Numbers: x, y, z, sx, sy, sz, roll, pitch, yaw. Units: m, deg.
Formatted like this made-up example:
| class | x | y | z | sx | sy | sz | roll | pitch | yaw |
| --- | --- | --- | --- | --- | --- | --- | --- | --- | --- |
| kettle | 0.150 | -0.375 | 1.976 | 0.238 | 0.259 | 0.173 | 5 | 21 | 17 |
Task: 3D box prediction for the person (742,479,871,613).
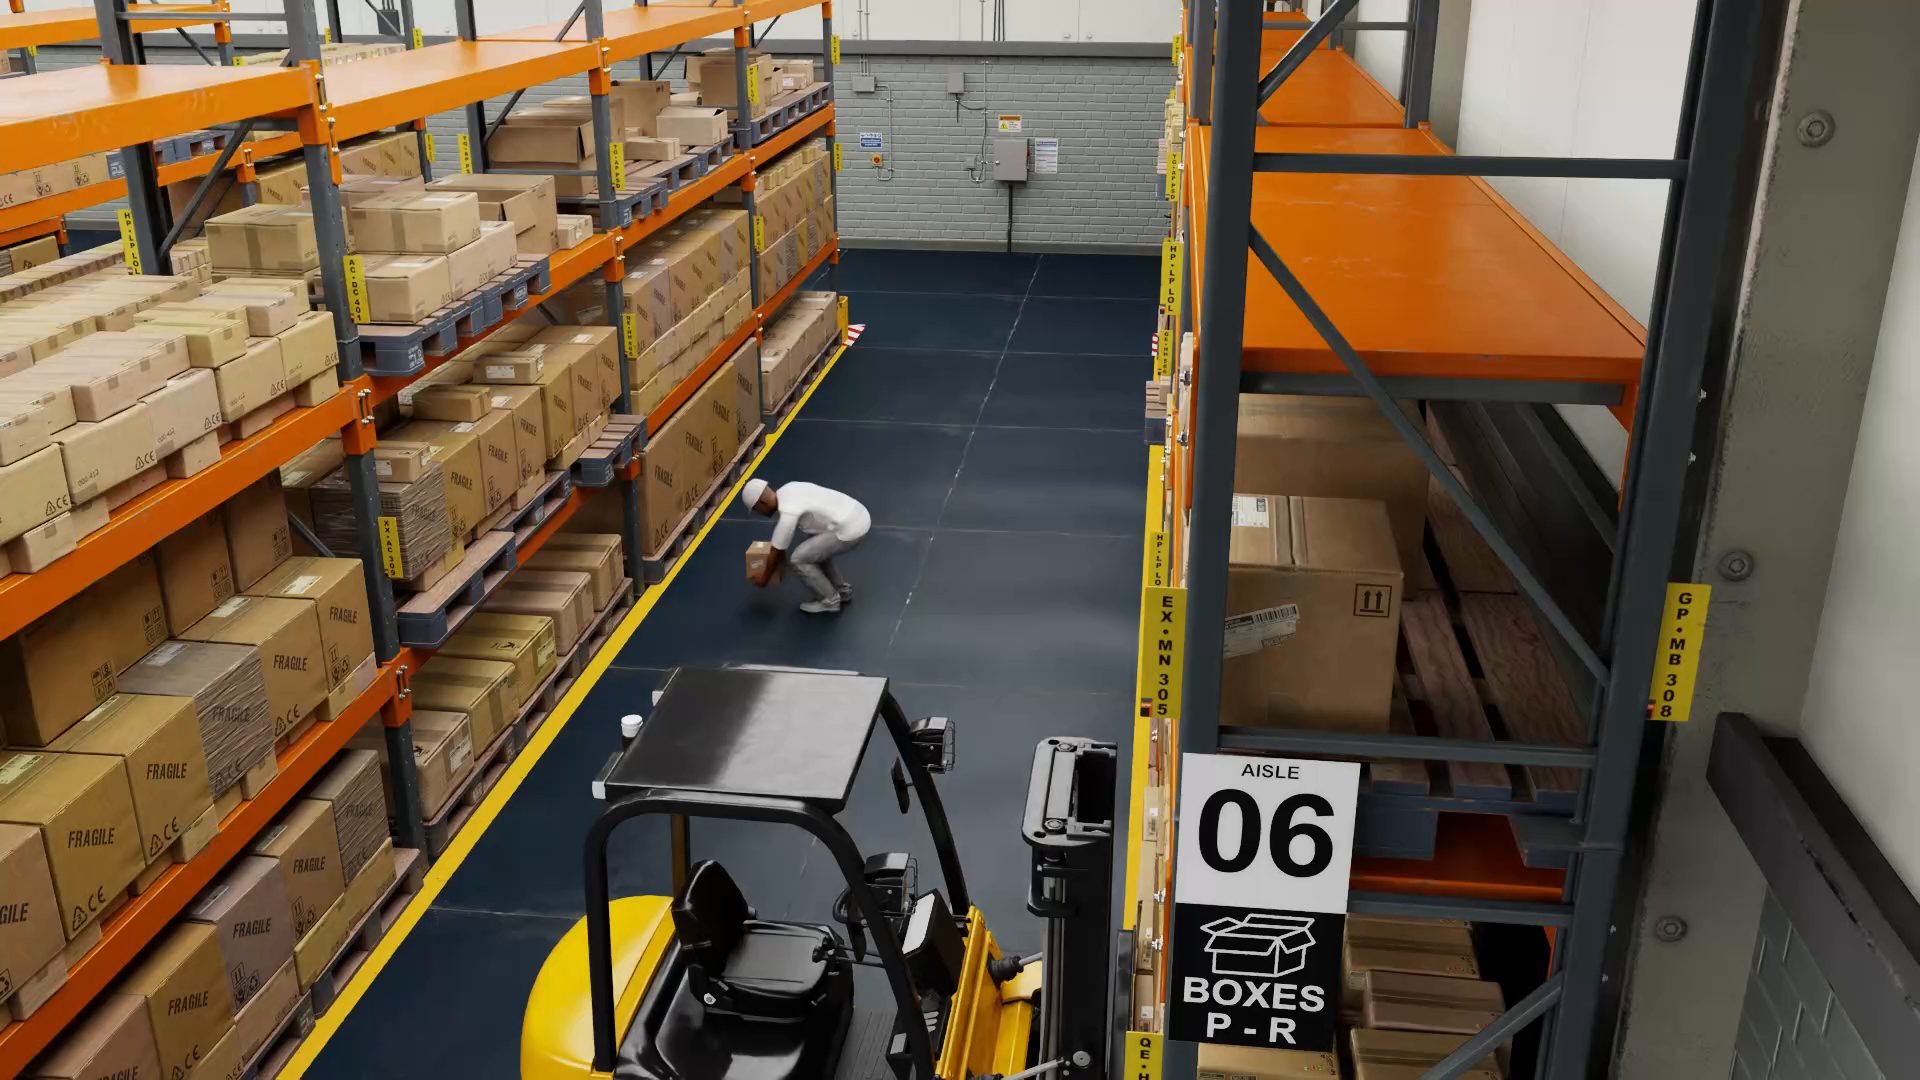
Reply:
| class | x | y | z | sx | sy | sz | roll | pitch | yaw |
| --- | --- | --- | --- | --- | --- | --- | --- | --- | --- |
| person | -1.143 | 0.031 | 12.457 | 0.946 | 1.007 | 0.529 | 2 | 21 | 4 |
